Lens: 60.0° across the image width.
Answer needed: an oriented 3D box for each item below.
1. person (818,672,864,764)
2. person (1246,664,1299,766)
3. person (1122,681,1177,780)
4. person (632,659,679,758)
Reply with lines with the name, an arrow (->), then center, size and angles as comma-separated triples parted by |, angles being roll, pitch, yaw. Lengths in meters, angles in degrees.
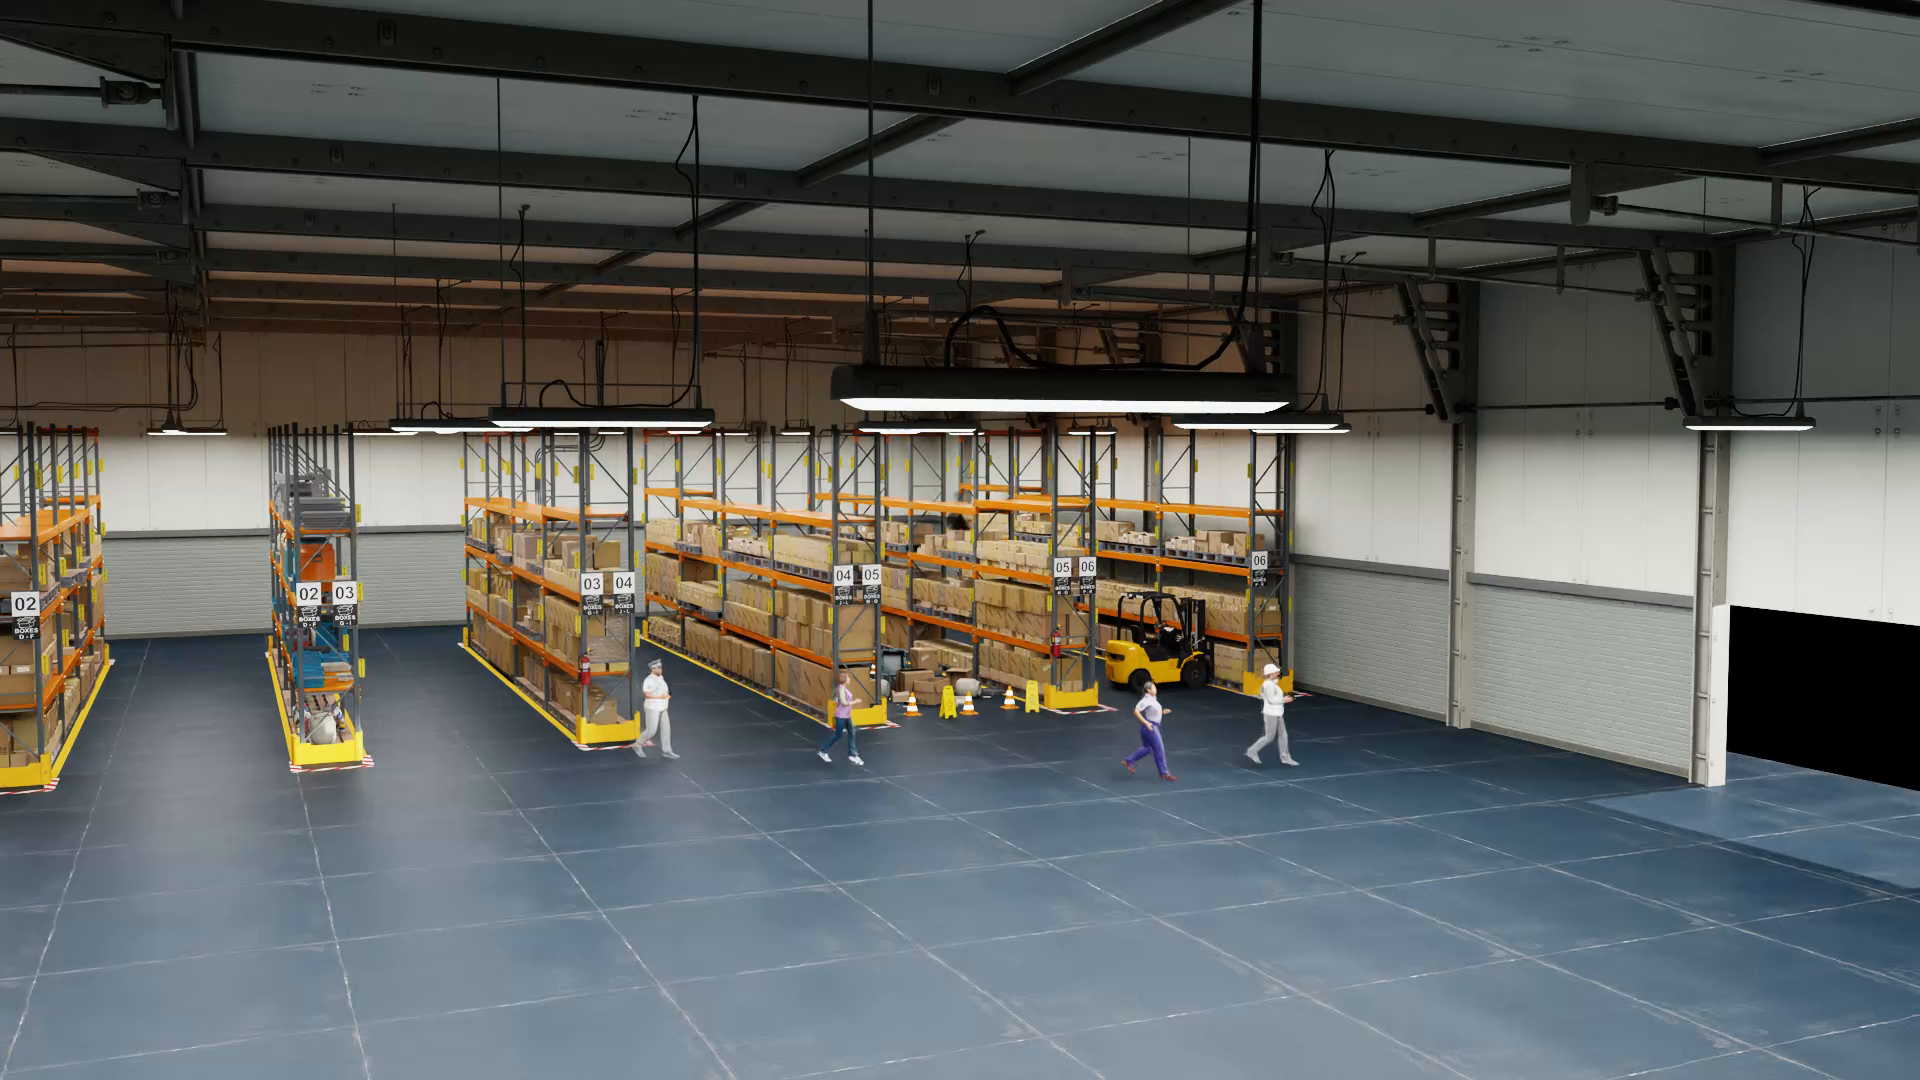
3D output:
person -> -2.091, 3.125, 29.140 | 0.789, 1.630, 0.556 | 0, 3, 5
person -> 5.444, 3.037, 28.905 | 0.906, 1.766, 0.661 | 1, 4, 16
person -> 3.187, 3.181, 27.858 | 0.924, 1.632, 0.608 | 1, 4, 11
person -> -5.425, 3.004, 29.655 | 0.885, 1.773, 0.677 | 1, 4, 20
